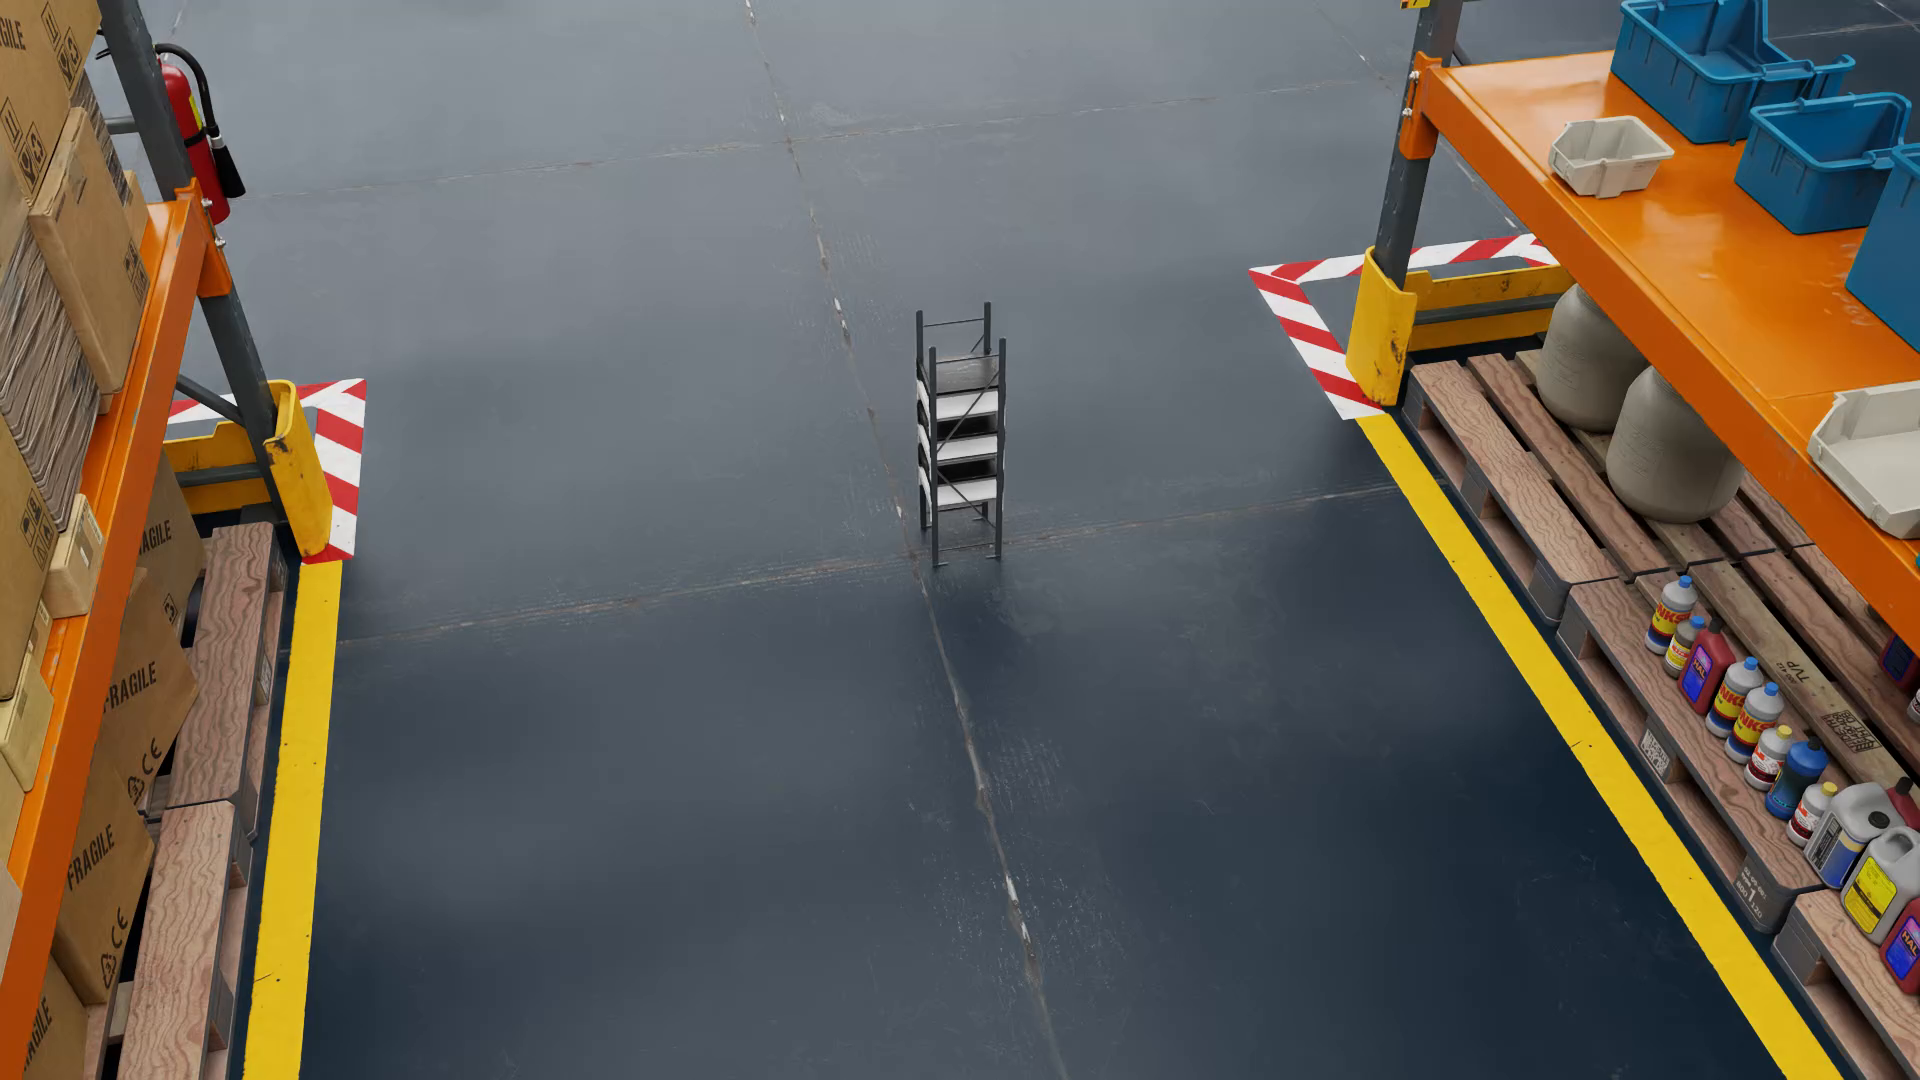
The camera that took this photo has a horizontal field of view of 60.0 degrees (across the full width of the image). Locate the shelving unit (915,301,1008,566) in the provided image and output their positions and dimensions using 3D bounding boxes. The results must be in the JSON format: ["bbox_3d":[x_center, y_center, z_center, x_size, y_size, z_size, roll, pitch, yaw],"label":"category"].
[{"bbox_3d":[0.002,-0.331,5.445,0.258,0.900,0.210,-8,42,-9],"label":"shelving unit"}]

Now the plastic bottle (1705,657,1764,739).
[{"bbox_3d":[2.207,0.437,4.722,0.097,0.271,0.097,0,42,0],"label":"plastic bottle"}]

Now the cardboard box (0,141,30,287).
[{"bbox_3d":[-2.211,-0.705,3.232,0.500,0.500,0.500,-8,42,-9],"label":"cardboard box"}]

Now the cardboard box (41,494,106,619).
[{"bbox_3d":[-2.101,0.056,3.617,0.380,0.149,0.250,-8,42,-9],"label":"cardboard box"}]

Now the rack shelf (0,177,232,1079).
[{"bbox_3d":[-2.359,0.415,3.565,1.077,0.370,4.000,-8,42,-9],"label":"rack shelf"}]

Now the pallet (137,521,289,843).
[{"bbox_3d":[-2.633,0.473,5.058,1.003,0.211,1.213,-8,42,-9],"label":"pallet"}]

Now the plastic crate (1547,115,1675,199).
[{"bbox_3d":[1.925,-1.136,4.969,0.298,0.136,0.250,-8,42,-9],"label":"plastic crate"}]

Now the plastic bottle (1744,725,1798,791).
[{"bbox_3d":[2.250,0.593,4.599,0.097,0.201,0.097,0,42,0],"label":"plastic bottle"}]

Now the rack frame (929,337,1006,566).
[{"bbox_3d":[0.024,-0.265,5.371,0.240,0.900,0.006,-8,42,-9],"label":"rack frame"}]

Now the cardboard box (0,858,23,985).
[{"bbox_3d":[-1.879,0.703,2.888,0.380,0.149,0.250,-8,42,-9],"label":"cardboard box"}]

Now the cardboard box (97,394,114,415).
[{"bbox_3d":[-2.331,-0.421,4.154,0.380,0.149,0.250,-8,42,-9],"label":"cardboard box"}]

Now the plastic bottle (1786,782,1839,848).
[{"bbox_3d":[2.294,0.726,4.449,0.097,0.201,0.097,0,42,0],"label":"plastic bottle"}]

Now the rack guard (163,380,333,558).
[{"bbox_3d":[-2.774,-0.167,5.561,1.175,0.500,0.348,-8,42,-9],"label":"rack guard"}]

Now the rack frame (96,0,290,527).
[{"bbox_3d":[-2.790,-1.151,4.787,1.000,3.000,0.127,-8,42,-9],"label":"rack frame"}]

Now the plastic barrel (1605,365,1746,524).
[{"bbox_3d":[2.371,-0.347,5.439,0.421,0.512,0.421,0,42,0],"label":"plastic barrel"}]

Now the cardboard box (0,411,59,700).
[{"bbox_3d":[-2.311,0.024,3.164,0.875,0.500,0.500,-8,42,-9],"label":"cardboard box"}]

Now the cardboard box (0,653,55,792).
[{"bbox_3d":[-2.016,0.383,3.248,0.380,0.149,0.250,-8,42,-9],"label":"cardboard box"}]

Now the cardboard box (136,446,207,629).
[{"bbox_3d":[-2.672,0.034,5.019,0.500,0.500,0.500,-1,42,-1],"label":"cardboard box"}]

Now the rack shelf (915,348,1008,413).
[{"bbox_3d":[0.002,-0.508,5.288,0.258,0.077,0.200,-8,42,-9],"label":"rack shelf"}]

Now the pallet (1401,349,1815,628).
[{"bbox_3d":[2.278,-0.248,5.870,1.003,0.211,1.213,-8,42,-9],"label":"pallet"}]

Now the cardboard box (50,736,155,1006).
[{"bbox_3d":[-2.393,0.825,4.127,0.500,0.500,0.500,-5,42,-5],"label":"cardboard box"}]

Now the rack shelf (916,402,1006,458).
[{"bbox_3d":[0.002,-0.374,5.408,0.258,0.077,0.200,-8,42,-9],"label":"rack shelf"}]

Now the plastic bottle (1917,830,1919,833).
[{"bbox_3d":[2.472,0.842,4.256,0.061,0.283,0.133,-8,42,-9],"label":"plastic bottle"}]

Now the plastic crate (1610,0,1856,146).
[{"bbox_3d":[2.446,-1.523,5.319,0.499,0.251,0.616,-8,42,-9],"label":"plastic crate"}]

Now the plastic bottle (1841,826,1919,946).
[{"bbox_3d":[2.378,0.849,4.199,0.144,0.351,0.185,-9,42,-10],"label":"plastic bottle"}]

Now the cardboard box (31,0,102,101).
[{"bbox_3d":[-2.430,-1.352,3.961,0.500,0.500,0.500,-8,42,-9],"label":"cardboard box"}]

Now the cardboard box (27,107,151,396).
[{"bbox_3d":[-2.473,-0.632,3.903,0.875,0.500,0.500,-8,42,-9],"label":"cardboard box"}]

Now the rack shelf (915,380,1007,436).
[{"bbox_3d":[0.002,-0.441,5.348,0.258,0.077,0.200,-8,42,-9],"label":"rack shelf"}]

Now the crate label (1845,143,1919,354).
[{"bbox_3d":[2.707,-0.719,4.274,0.502,0.435,0.616,-8,42,-9],"label":"crate label"}]

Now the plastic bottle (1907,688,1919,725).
[{"bbox_3d":[2.810,0.436,4.775,0.097,0.201,0.097,0,42,0],"label":"plastic bottle"}]

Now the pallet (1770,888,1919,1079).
[{"bbox_3d":[2.805,1.334,4.088,1.003,0.211,1.213,-8,42,-9],"label":"pallet"}]

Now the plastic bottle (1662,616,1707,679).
[{"bbox_3d":[2.155,0.308,4.919,0.097,0.201,0.097,0,42,0],"label":"plastic bottle"}]
